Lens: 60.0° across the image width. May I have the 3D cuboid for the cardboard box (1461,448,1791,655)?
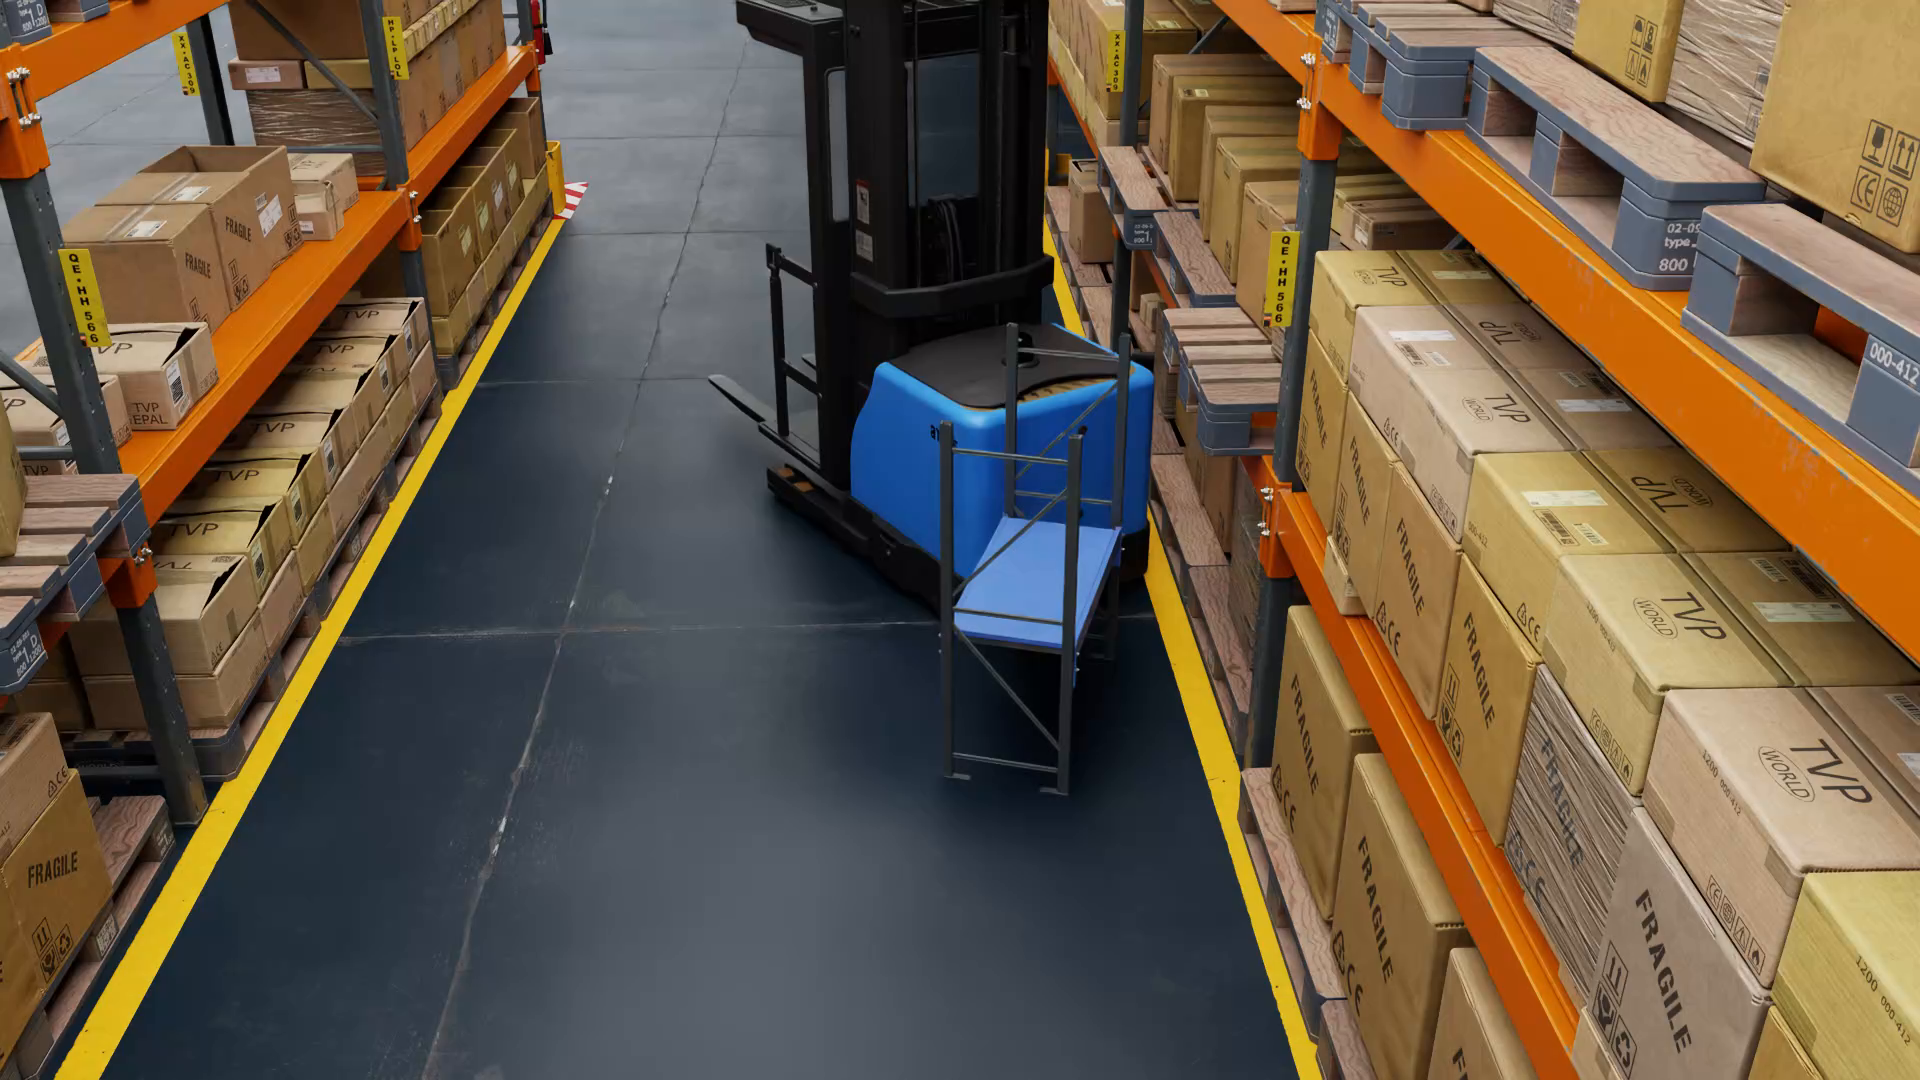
[{"bbox_3d":[1.463,0.016,3.714,0.500,0.250,0.500,-2,28,-4],"label":"cardboard box"}]

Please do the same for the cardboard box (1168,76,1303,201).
[{"bbox_3d":[1.410,-1.990,8.238,0.700,0.500,0.500,1,28,3],"label":"cardboard box"}]

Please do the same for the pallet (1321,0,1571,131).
[{"bbox_3d":[1.691,-1.347,4.550,1.213,0.211,1.003,0,28,0],"label":"pallet"}]

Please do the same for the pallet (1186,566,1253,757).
[{"bbox_3d":[1.565,0.478,7.105,1.003,0.211,1.213,-1,28,-3],"label":"pallet"}]

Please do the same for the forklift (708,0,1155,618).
[{"bbox_3d":[-0.343,-1.542,8.037,1.130,2.935,3.031,-17,32,-29],"label":"forklift"}]

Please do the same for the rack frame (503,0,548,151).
[{"bbox_3d":[-3.760,-3.970,12.619,1.000,3.000,0.127,-1,28,-3],"label":"rack frame"}]

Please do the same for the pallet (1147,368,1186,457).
[{"bbox_3d":[1.438,-0.649,9.265,1.003,0.211,1.213,-1,28,-3],"label":"pallet"}]

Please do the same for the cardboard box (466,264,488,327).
[{"bbox_3d":[-3.293,-1.543,10.484,0.500,0.250,0.500,-1,28,-3],"label":"cardboard box"}]

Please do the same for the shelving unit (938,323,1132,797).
[{"bbox_3d":[0.304,0.055,6.522,0.538,1.500,1.048,7,28,13],"label":"shelving unit"}]

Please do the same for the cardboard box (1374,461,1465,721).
[{"bbox_3d":[1.417,0.119,4.326,0.500,0.500,0.500,-2,28,-3],"label":"cardboard box"}]

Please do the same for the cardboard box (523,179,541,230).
[{"bbox_3d":[-3.399,-2.466,12.254,0.500,0.250,0.500,-1,28,-3],"label":"cardboard box"}]

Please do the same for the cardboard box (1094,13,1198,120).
[{"bbox_3d":[1.062,-2.730,9.571,0.500,0.500,0.500,-1,28,-3],"label":"cardboard box"}]

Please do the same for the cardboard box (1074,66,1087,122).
[{"bbox_3d":[1.009,-2.861,10.631,0.500,0.250,0.500,-2,28,-3],"label":"cardboard box"}]

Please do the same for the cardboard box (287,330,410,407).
[{"bbox_3d":[-3.210,-0.919,8.681,0.500,0.311,0.500,-1,28,-1],"label":"cardboard box"}]

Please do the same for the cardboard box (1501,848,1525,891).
[{"bbox_3d":[1.488,0.692,3.929,0.380,0.149,0.250,-1,28,-1],"label":"cardboard box"}]

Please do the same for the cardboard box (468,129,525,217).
[{"bbox_3d":[-3.368,-2.568,11.638,0.500,0.500,0.500,-1,28,-3],"label":"cardboard box"}]

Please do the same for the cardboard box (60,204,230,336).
[{"bbox_3d":[-3.446,-1.095,6.997,0.500,0.500,0.500,-3,28,-5],"label":"cardboard box"}]

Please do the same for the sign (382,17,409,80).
[{"bbox_3d":[-3.010,-2.619,8.862,0.100,0.325,0.005,-1,28,-3],"label":"sign"}]

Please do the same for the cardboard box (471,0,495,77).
[{"bbox_3d":[-3.716,-3.556,11.717,0.700,0.500,0.500,-1,28,-1],"label":"cardboard box"}]

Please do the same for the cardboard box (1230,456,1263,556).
[{"bbox_3d":[1.604,-0.056,7.341,0.700,0.500,0.500,-1,28,-3],"label":"cardboard box"}]

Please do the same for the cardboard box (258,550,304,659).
[{"bbox_3d":[-3.103,0.276,6.997,0.500,0.250,0.500,-2,28,-4],"label":"cardboard box"}]

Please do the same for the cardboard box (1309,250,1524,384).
[{"bbox_3d":[1.372,-0.686,5.059,0.500,0.250,0.500,-1,28,-1],"label":"cardboard box"}]

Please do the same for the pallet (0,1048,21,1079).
[{"bbox_3d":[-3.280,1.868,4.440,1.003,0.211,1.213,-1,28,-3],"label":"pallet"}]

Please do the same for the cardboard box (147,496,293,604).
[{"bbox_3d":[-3.112,0.017,6.887,0.500,0.311,0.500,-2,28,-4],"label":"cardboard box"}]

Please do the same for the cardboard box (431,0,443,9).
[{"bbox_3d":[-3.659,-3.643,10.480,0.700,0.500,0.500,-1,28,-3],"label":"cardboard box"}]

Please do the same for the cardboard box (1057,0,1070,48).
[{"bbox_3d":[0.948,-3.672,11.376,0.500,0.500,0.500,-2,28,-4],"label":"cardboard box"}]

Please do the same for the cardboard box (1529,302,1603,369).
[{"bbox_3d":[1.911,-0.472,4.650,0.500,0.250,0.500,-2,28,-4],"label":"cardboard box"}]

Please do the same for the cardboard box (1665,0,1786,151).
[{"bbox_3d":[1.821,-1.017,3.128,0.700,0.500,0.500,-1,28,-3],"label":"cardboard box"}]

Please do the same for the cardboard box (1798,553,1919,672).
[{"bbox_3d":[1.984,0.241,3.282,0.500,0.250,0.500,-2,28,-4],"label":"cardboard box"}]

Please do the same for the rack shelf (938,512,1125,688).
[{"bbox_3d":[0.304,0.215,6.606,0.538,0.185,1.000,7,28,13],"label":"rack shelf"}]

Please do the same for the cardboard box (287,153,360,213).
[{"bbox_3d":[-3.482,-1.830,8.678,0.500,0.250,0.500,0,28,1],"label":"cardboard box"}]

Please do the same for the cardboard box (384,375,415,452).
[{"bbox_3d":[-3.215,-0.672,8.814,0.500,0.250,0.500,-2,28,-3],"label":"cardboard box"}]

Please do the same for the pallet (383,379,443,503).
[{"bbox_3d":[-3.474,-0.548,9.071,1.003,0.211,1.213,-1,28,-3],"label":"pallet"}]

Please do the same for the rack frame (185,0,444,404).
[{"bbox_3d":[-3.551,-2.123,9.077,1.000,3.000,0.127,-1,28,-3],"label":"rack frame"}]

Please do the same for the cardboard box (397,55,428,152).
[{"bbox_3d":[-3.614,-2.616,9.913,0.700,0.500,0.500,-2,28,-3],"label":"cardboard box"}]

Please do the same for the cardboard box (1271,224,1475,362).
[{"bbox_3d":[1.570,-0.853,6.059,0.700,0.500,0.500,-5,28,-9],"label":"cardboard box"}]

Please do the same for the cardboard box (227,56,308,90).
[{"bbox_3d":[-3.779,-2.576,9.135,0.380,0.149,0.250,-1,28,-3],"label":"cardboard box"}]

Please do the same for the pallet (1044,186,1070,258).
[{"bbox_3d":[1.198,-2.444,12.708,1.003,0.211,1.213,-1,28,-3],"label":"pallet"}]

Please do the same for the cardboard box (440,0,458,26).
[{"bbox_3d":[-3.467,-3.414,10.743,0.380,0.149,0.250,-2,28,-3],"label":"cardboard box"}]

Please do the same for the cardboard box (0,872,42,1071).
[{"bbox_3d":[-3.032,1.303,4.736,0.500,0.500,0.500,-2,28,-5],"label":"cardboard box"}]

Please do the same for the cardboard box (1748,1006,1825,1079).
[{"bbox_3d":[1.538,1.058,2.527,0.500,0.500,0.500,-2,28,-3],"label":"cardboard box"}]

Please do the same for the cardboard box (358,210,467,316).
[{"bbox_3d":[-3.263,-1.644,9.868,0.500,0.500,0.500,-1,28,-3],"label":"cardboard box"}]

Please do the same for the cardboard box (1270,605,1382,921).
[{"bbox_3d":[1.512,0.712,5.511,0.750,0.750,0.750,-2,28,-3],"label":"cardboard box"}]

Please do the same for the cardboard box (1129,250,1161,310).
[{"bbox_3d":[1.302,-1.810,10.703,0.500,0.500,0.500,-3,28,-7],"label":"cardboard box"}]

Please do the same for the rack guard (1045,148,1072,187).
[{"bbox_3d":[1.191,-2.948,13.362,1.175,0.500,0.348,-1,28,-3],"label":"rack guard"}]

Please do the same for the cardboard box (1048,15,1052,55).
[{"bbox_3d":[0.895,-3.801,12.435,0.500,0.250,0.500,-2,28,-4],"label":"cardboard box"}]

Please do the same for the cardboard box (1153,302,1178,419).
[{"bbox_3d":[1.451,-0.992,9.135,0.700,0.500,0.500,0,28,-1],"label":"cardboard box"}]

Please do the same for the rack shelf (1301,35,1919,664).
[{"bbox_3d":[1.709,-0.485,3.470,1.077,0.370,4.000,-1,28,-3],"label":"rack shelf"}]

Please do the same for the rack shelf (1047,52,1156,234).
[{"bbox_3d":[1.291,-2.849,11.247,1.077,0.370,4.000,-1,28,-3],"label":"rack shelf"}]

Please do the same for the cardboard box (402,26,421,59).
[{"bbox_3d":[-3.415,-2.940,9.834,0.380,0.149,0.250,-2,28,-3],"label":"cardboard box"}]
